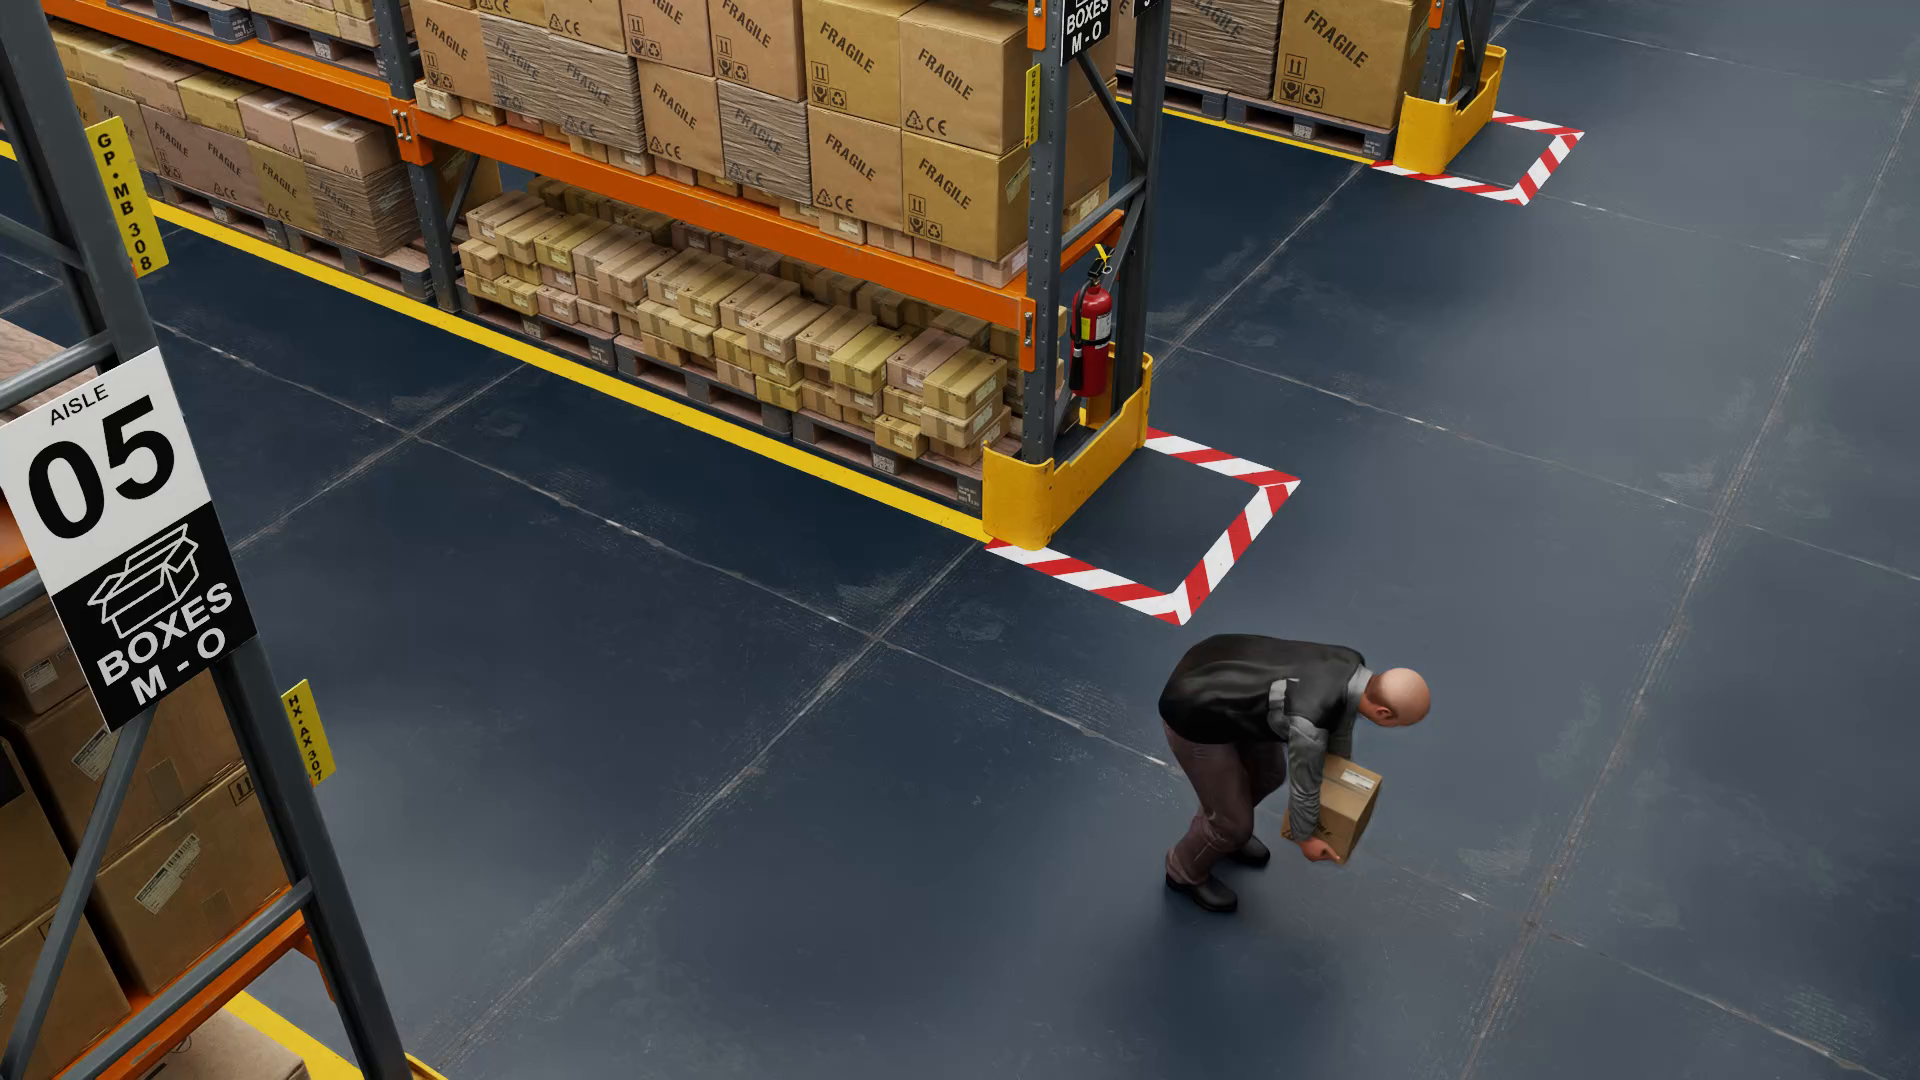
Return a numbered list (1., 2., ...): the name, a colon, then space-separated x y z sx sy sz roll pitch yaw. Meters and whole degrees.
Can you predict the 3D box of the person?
1. person: 1.156 0.837 5.998 0.909 1.276 0.474 20 42 23
